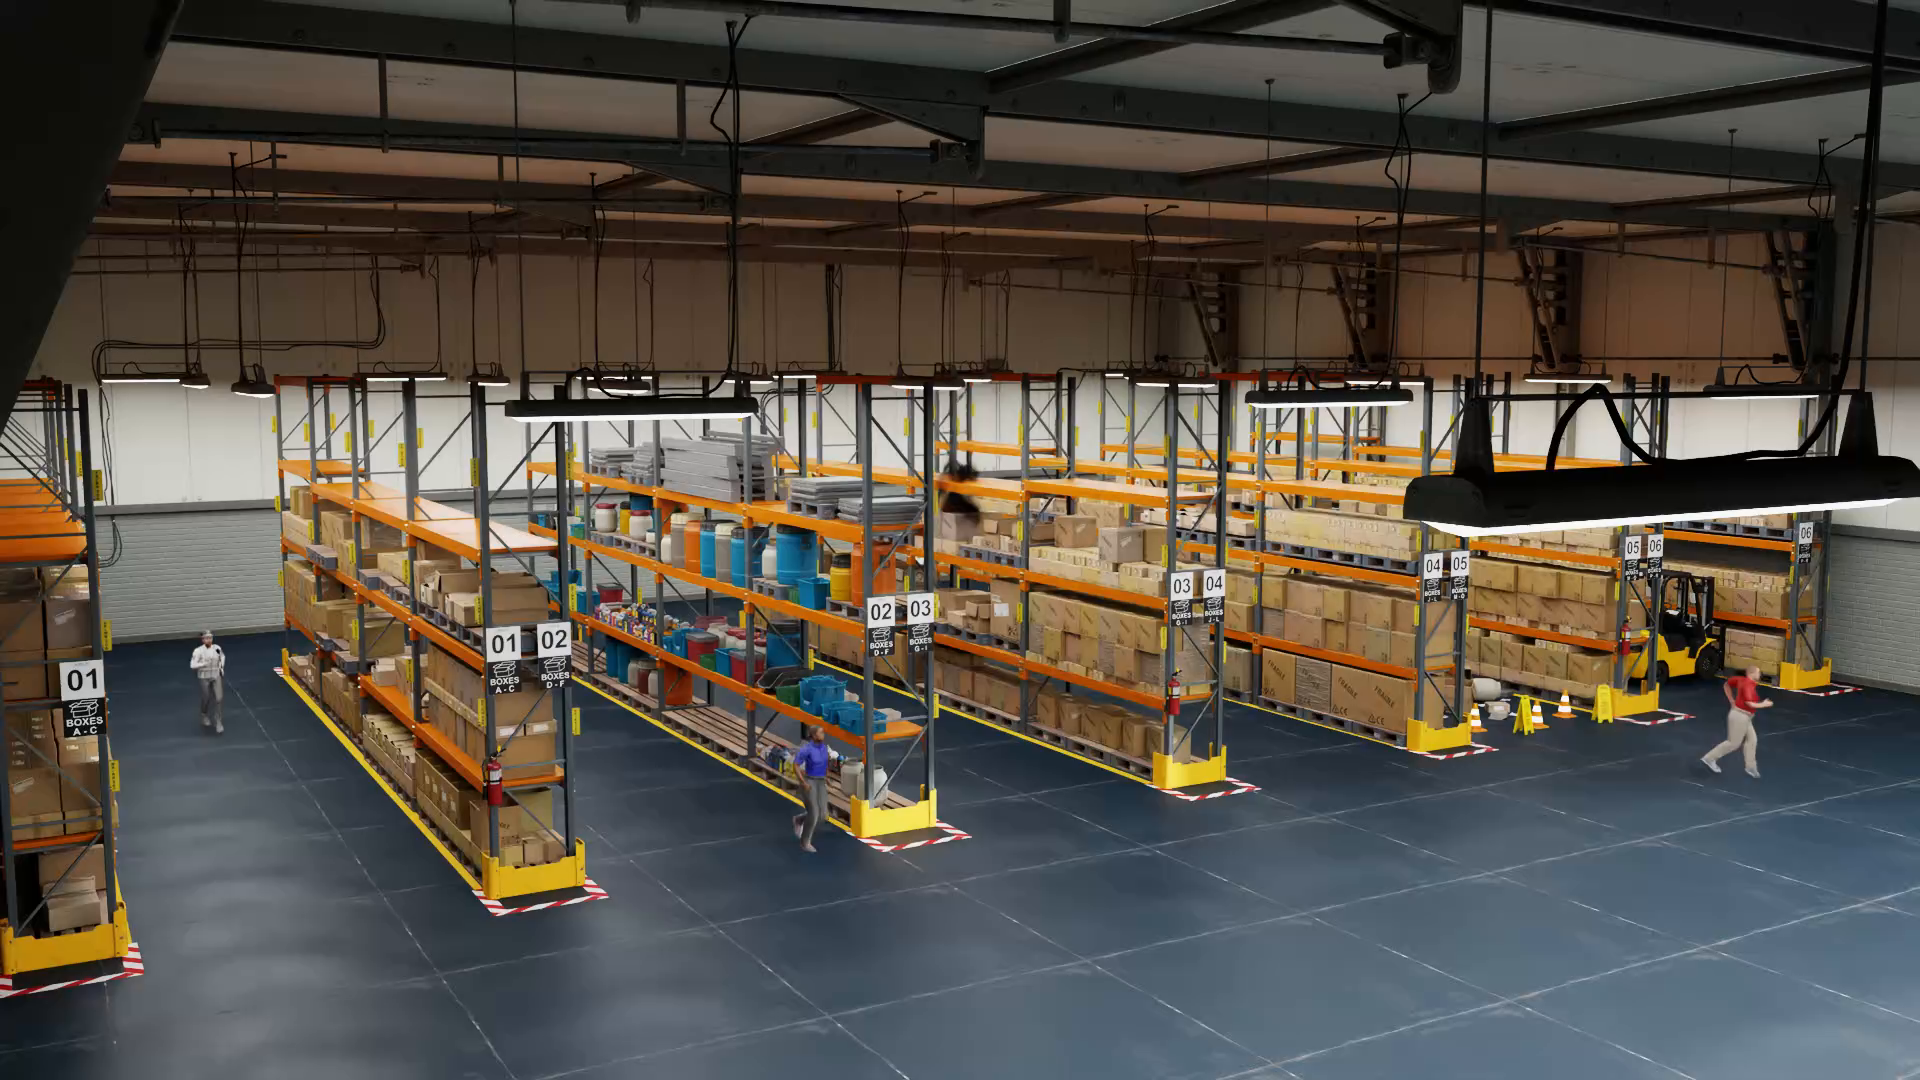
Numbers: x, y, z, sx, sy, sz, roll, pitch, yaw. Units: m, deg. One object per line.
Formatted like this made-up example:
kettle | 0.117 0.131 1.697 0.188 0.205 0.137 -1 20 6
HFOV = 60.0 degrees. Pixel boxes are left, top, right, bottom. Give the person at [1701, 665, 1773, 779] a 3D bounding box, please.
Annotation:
person | 11.756 2.761 25.157 0.952 1.791 0.677 2 7 18

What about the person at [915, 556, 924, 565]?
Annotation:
person | -1.026 0.935 41.542 0.670 1.723 0.617 3 7 25

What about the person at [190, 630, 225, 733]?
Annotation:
person | -12.765 2.379 28.300 0.600 1.721 0.761 -4 8 -36

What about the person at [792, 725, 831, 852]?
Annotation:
person | -1.933 3.201 21.612 0.545 1.619 0.624 5 8 38

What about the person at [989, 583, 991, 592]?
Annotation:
person | 0.862 0.865 41.925 0.999 1.772 0.699 4 8 34
